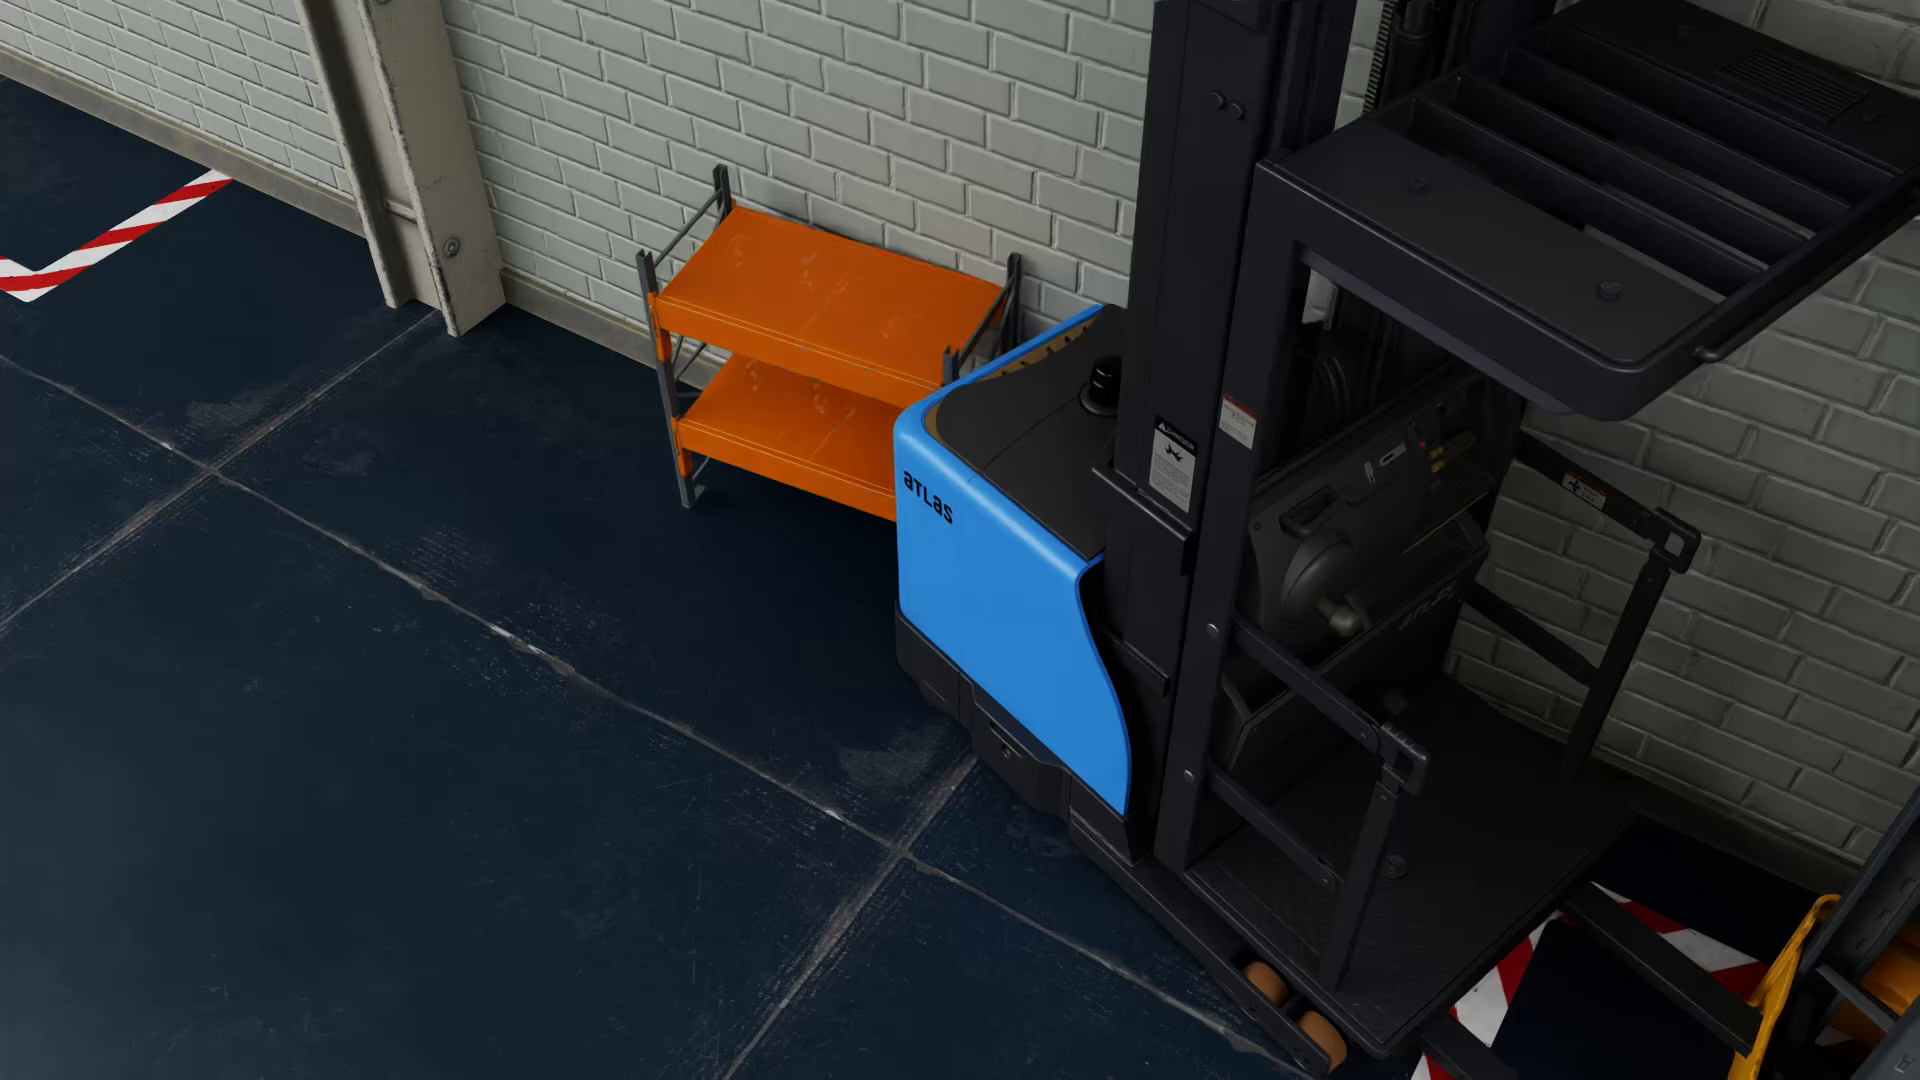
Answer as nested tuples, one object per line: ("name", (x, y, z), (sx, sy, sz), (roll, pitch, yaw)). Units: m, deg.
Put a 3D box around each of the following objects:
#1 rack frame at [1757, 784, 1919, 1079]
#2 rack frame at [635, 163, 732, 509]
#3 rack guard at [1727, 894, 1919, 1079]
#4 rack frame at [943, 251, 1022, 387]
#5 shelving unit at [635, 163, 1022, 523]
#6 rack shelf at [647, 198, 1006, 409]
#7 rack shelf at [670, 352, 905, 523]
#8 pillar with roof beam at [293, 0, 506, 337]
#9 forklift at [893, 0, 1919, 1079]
("rack frame", (1.941, 0.566, 3.108), (0.127, 3.000, 1.000), (25, 51, 22))
("rack frame", (-0.855, -0.651, 5.547), (0.032, 1.125, 0.500), (19, 52, 16))
("rack guard", (2.005, 1.467, 3.976), (0.348, 0.500, 1.175), (25, 51, 22))
("rack frame", (0.069, -0.328, 5.271), (0.032, 1.125, 0.500), (19, 52, 16))
("shelving unit", (-0.393, -0.489, 5.409), (1.048, 1.125, 0.538), (19, 52, 16))
("rack shelf", (-0.393, -0.680, 5.187), (1.000, 0.278, 0.538), (19, 52, 16))
("rack shelf", (-0.393, -0.331, 5.595), (1.000, 0.278, 0.538), (19, 52, 16))
("pillar with roof beam", (-4.378, -1.500, 0.933), (0.400, 9.000, 9.100), (25, 51, 22))
("forklift", (1.132, -0.032, 3.737), (1.130, 2.935, 3.031), (-31, 53, -27))
